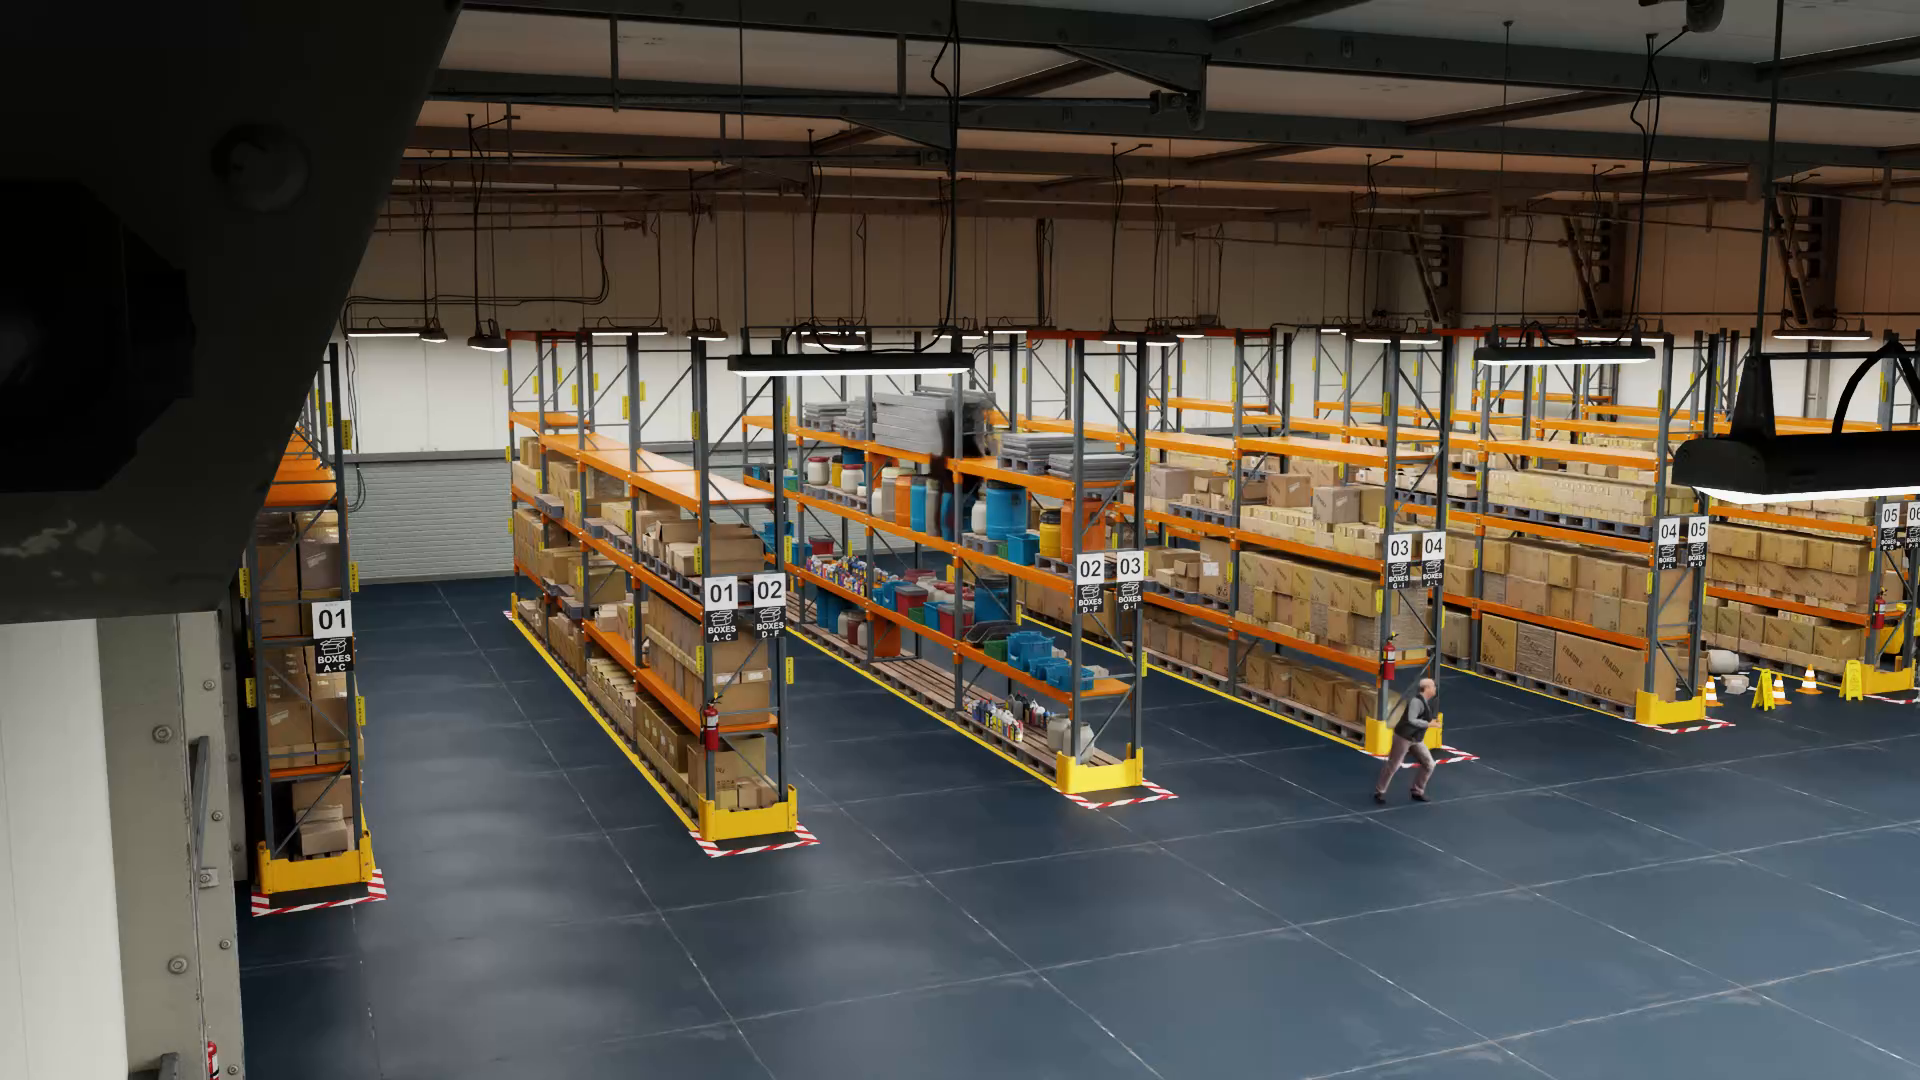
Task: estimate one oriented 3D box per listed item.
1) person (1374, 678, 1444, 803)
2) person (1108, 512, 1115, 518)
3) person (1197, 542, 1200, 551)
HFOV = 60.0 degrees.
[{"bbox_3d":[5.877,2.611,21.603,0.847,1.658,0.734,6,10,37],"label":"person"},{"bbox_3d":[3.601,0.148,39.395,0.541,1.631,0.622,-4,9,-25],"label":"person"},{"bbox_3d":[6.257,-0.065,41.353,0.844,1.643,0.556,3,8,23],"label":"person"}]
